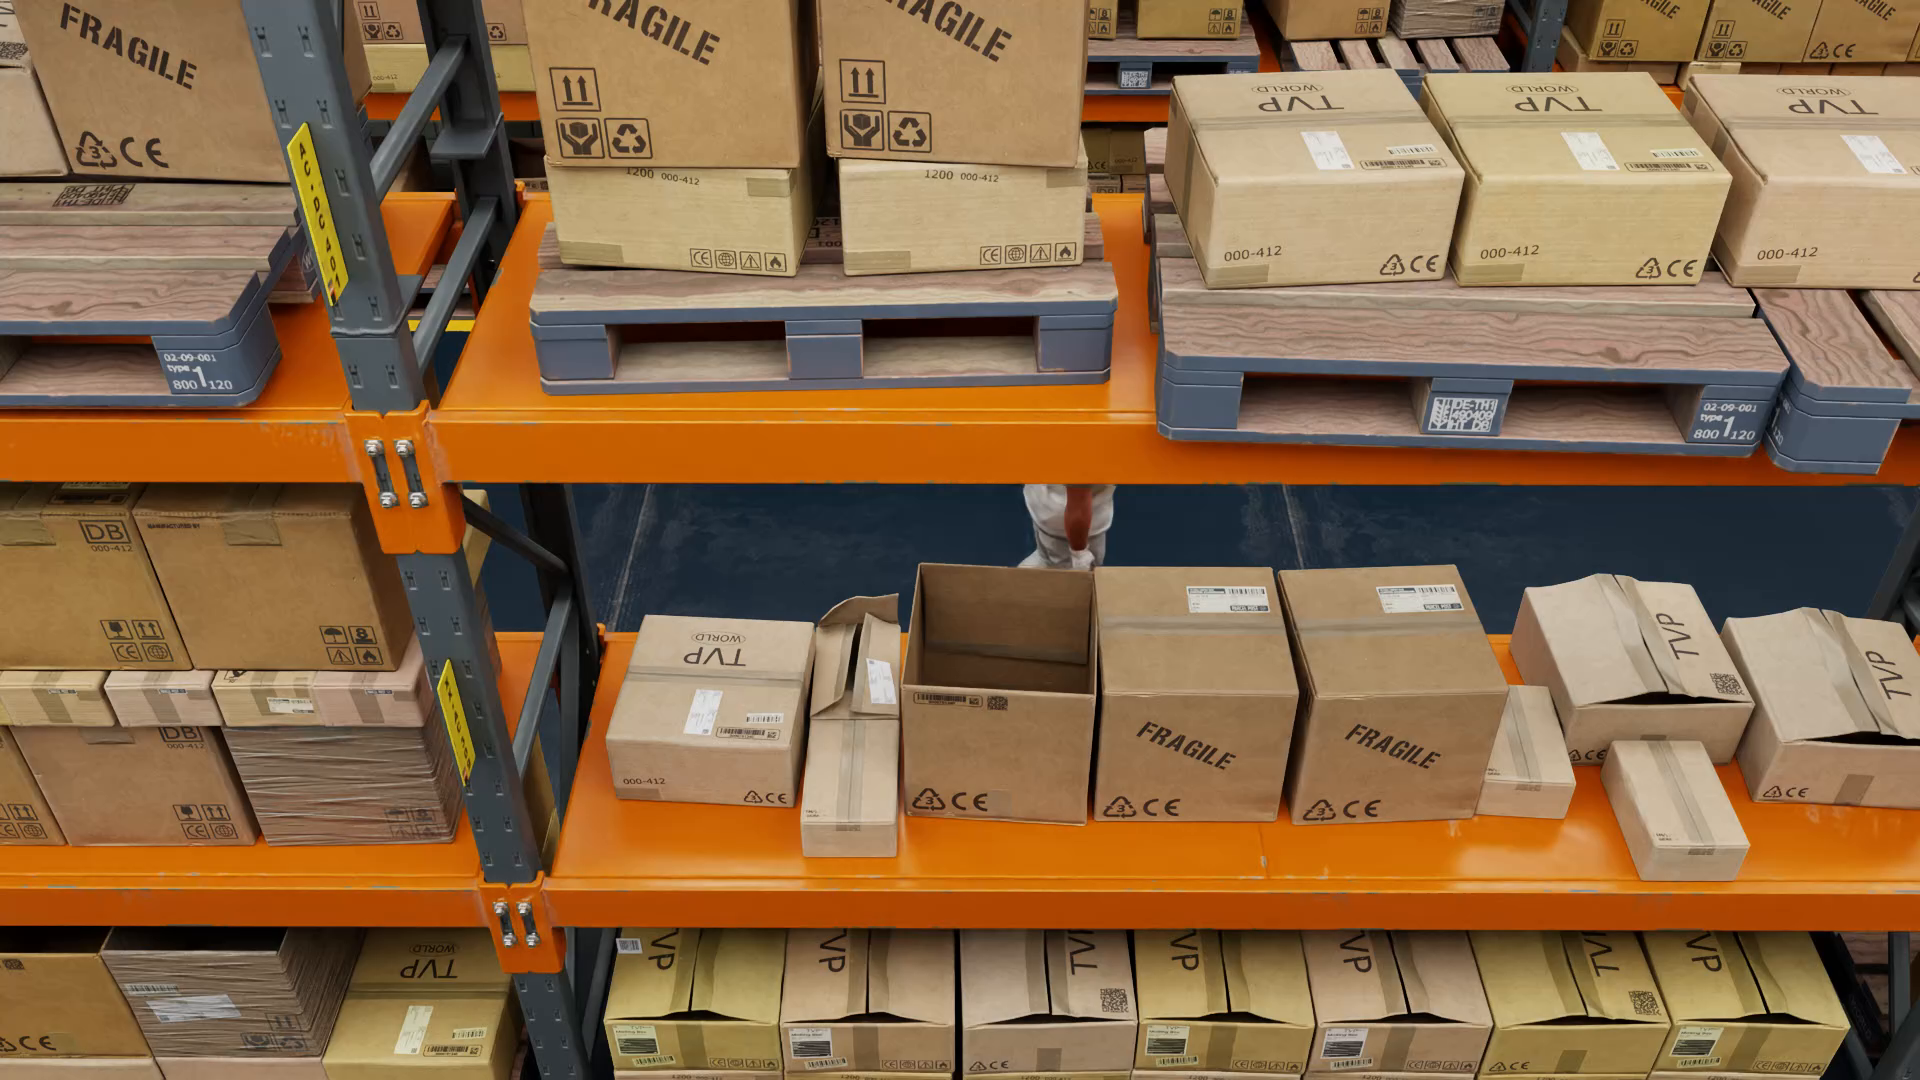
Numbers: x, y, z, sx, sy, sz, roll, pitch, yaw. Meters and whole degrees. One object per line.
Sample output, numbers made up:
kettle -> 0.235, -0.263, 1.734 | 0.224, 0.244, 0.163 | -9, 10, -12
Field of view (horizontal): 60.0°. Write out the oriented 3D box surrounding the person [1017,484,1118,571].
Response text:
person -> 0.326, -0.104, 6.237 | 0.592, 1.783, 0.606 | -8, 40, -9
